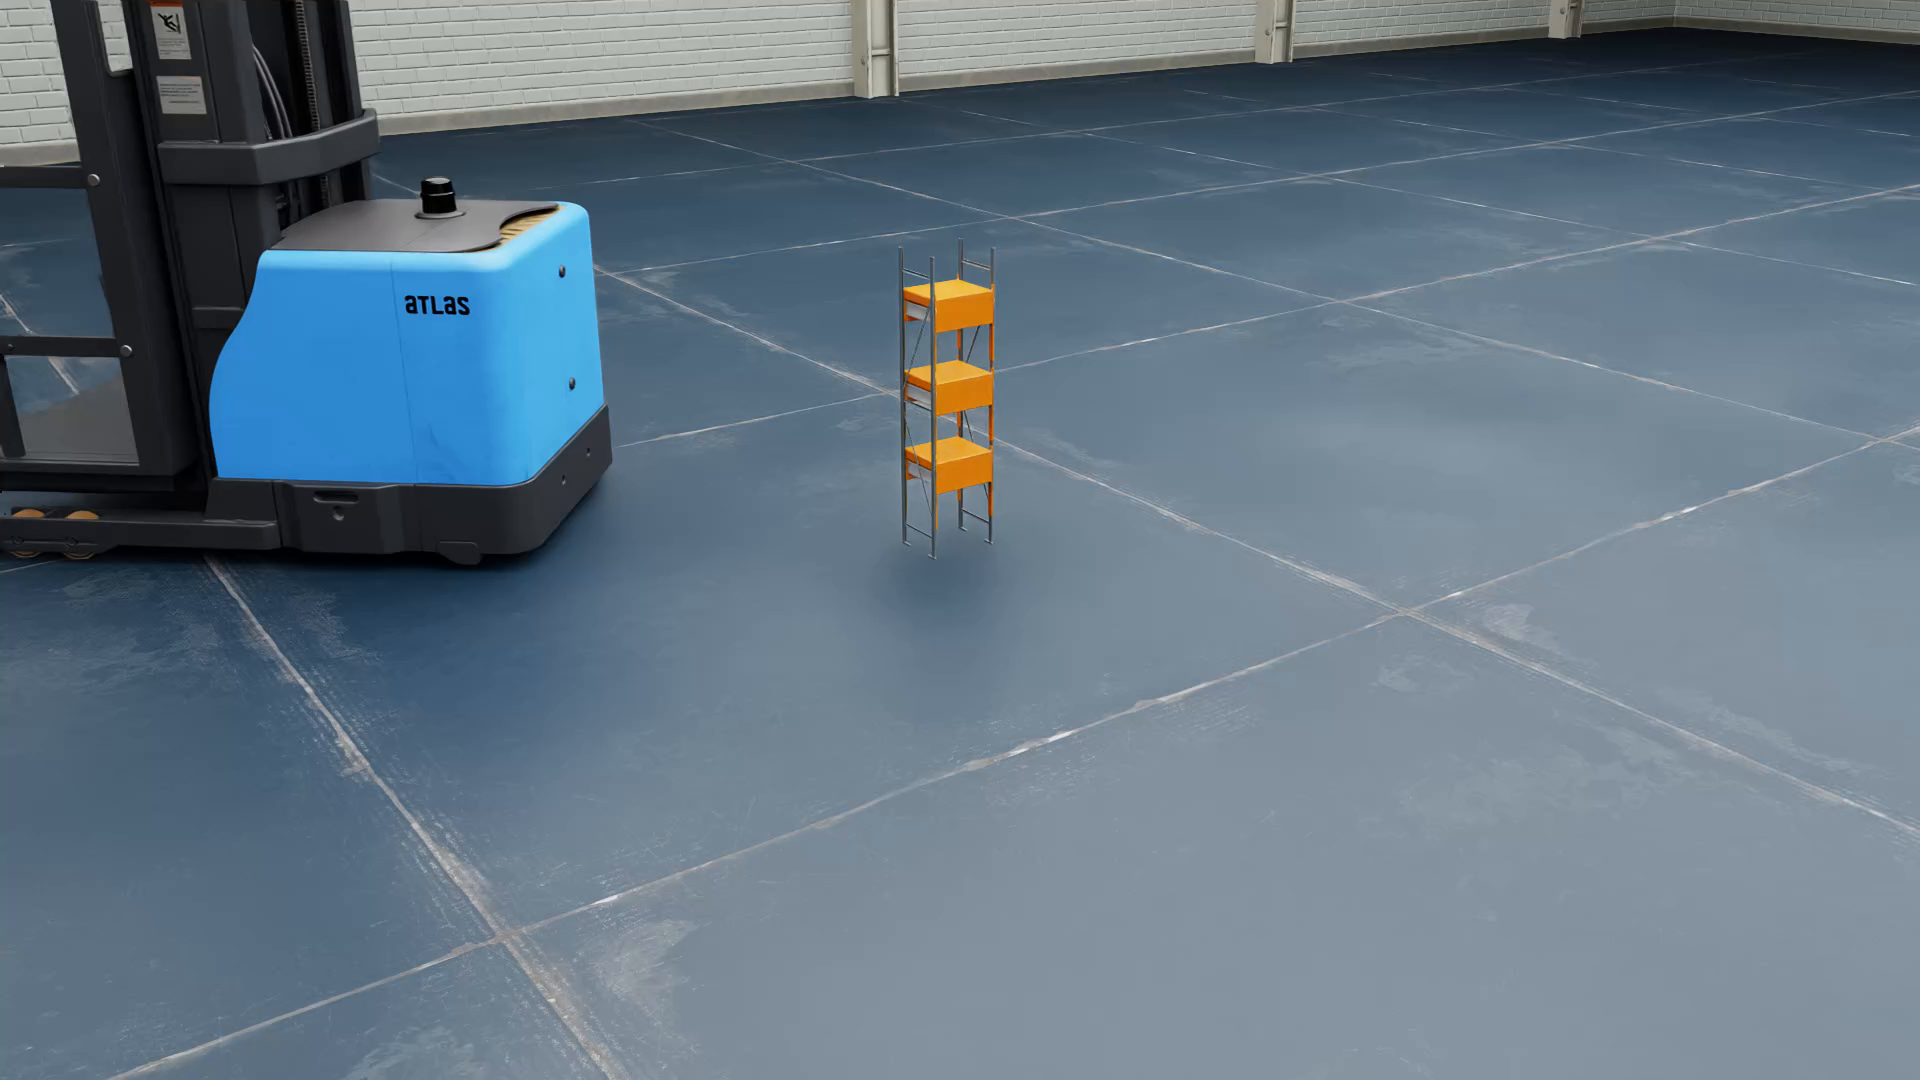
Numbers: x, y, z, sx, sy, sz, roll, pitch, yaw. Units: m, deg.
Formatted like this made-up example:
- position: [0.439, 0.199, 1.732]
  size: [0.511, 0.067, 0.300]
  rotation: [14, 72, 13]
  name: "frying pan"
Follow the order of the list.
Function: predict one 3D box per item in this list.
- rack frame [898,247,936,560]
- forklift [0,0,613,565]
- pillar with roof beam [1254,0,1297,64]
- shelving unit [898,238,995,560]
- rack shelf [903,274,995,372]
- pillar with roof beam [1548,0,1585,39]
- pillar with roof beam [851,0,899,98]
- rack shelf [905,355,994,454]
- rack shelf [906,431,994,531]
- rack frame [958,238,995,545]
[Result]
- position: [-0.142, -0.450, 5.607]
  size: [0.008, 1.050, 0.200]
  rotation: [-15, 26, -33]
  name: "rack frame"
- position: [-2.895, -1.484, 5.661]
  size: [3.031, 2.935, 1.130]
  rotation: [2, 22, 5]
  name: "forklift"
- position: [6.483, -8.954, 16.195]
  size: [0.400, 9.000, 9.100]
  rotation: [-15, 26, -33]
  name: "pillar with roof beam"
- position: [-0.043, -0.476, 5.673]
  size: [0.252, 1.050, 0.215]
  rotation: [-15, 26, -33]
  name: "shelving unit"
- position: [-0.043, -0.730, 5.572]
  size: [0.240, 0.259, 0.215]
  rotation: [-15, 26, -33]
  name: "rack shelf"
- position: [11.354, -10.253, 19.449]
  size: [0.400, 9.000, 9.100]
  rotation: [-15, 26, -33]
  name: "pillar with roof beam"
- position: [1.613, -7.656, 12.940]
  size: [0.400, 9.000, 9.100]
  rotation: [-15, 26, -33]
  name: "pillar with roof beam"
- position: [-0.043, -0.466, 5.677]
  size: [0.240, 0.259, 0.215]
  rotation: [-15, 26, -33]
  name: "rack shelf"
- position: [-0.043, -0.208, 5.780]
  size: [0.240, 0.259, 0.215]
  rotation: [-15, 26, -33]
  name: "rack shelf"
- position: [0.056, -0.502, 5.739]
  size: [0.008, 1.050, 0.200]
  rotation: [-15, 26, -33]
  name: "rack frame"
